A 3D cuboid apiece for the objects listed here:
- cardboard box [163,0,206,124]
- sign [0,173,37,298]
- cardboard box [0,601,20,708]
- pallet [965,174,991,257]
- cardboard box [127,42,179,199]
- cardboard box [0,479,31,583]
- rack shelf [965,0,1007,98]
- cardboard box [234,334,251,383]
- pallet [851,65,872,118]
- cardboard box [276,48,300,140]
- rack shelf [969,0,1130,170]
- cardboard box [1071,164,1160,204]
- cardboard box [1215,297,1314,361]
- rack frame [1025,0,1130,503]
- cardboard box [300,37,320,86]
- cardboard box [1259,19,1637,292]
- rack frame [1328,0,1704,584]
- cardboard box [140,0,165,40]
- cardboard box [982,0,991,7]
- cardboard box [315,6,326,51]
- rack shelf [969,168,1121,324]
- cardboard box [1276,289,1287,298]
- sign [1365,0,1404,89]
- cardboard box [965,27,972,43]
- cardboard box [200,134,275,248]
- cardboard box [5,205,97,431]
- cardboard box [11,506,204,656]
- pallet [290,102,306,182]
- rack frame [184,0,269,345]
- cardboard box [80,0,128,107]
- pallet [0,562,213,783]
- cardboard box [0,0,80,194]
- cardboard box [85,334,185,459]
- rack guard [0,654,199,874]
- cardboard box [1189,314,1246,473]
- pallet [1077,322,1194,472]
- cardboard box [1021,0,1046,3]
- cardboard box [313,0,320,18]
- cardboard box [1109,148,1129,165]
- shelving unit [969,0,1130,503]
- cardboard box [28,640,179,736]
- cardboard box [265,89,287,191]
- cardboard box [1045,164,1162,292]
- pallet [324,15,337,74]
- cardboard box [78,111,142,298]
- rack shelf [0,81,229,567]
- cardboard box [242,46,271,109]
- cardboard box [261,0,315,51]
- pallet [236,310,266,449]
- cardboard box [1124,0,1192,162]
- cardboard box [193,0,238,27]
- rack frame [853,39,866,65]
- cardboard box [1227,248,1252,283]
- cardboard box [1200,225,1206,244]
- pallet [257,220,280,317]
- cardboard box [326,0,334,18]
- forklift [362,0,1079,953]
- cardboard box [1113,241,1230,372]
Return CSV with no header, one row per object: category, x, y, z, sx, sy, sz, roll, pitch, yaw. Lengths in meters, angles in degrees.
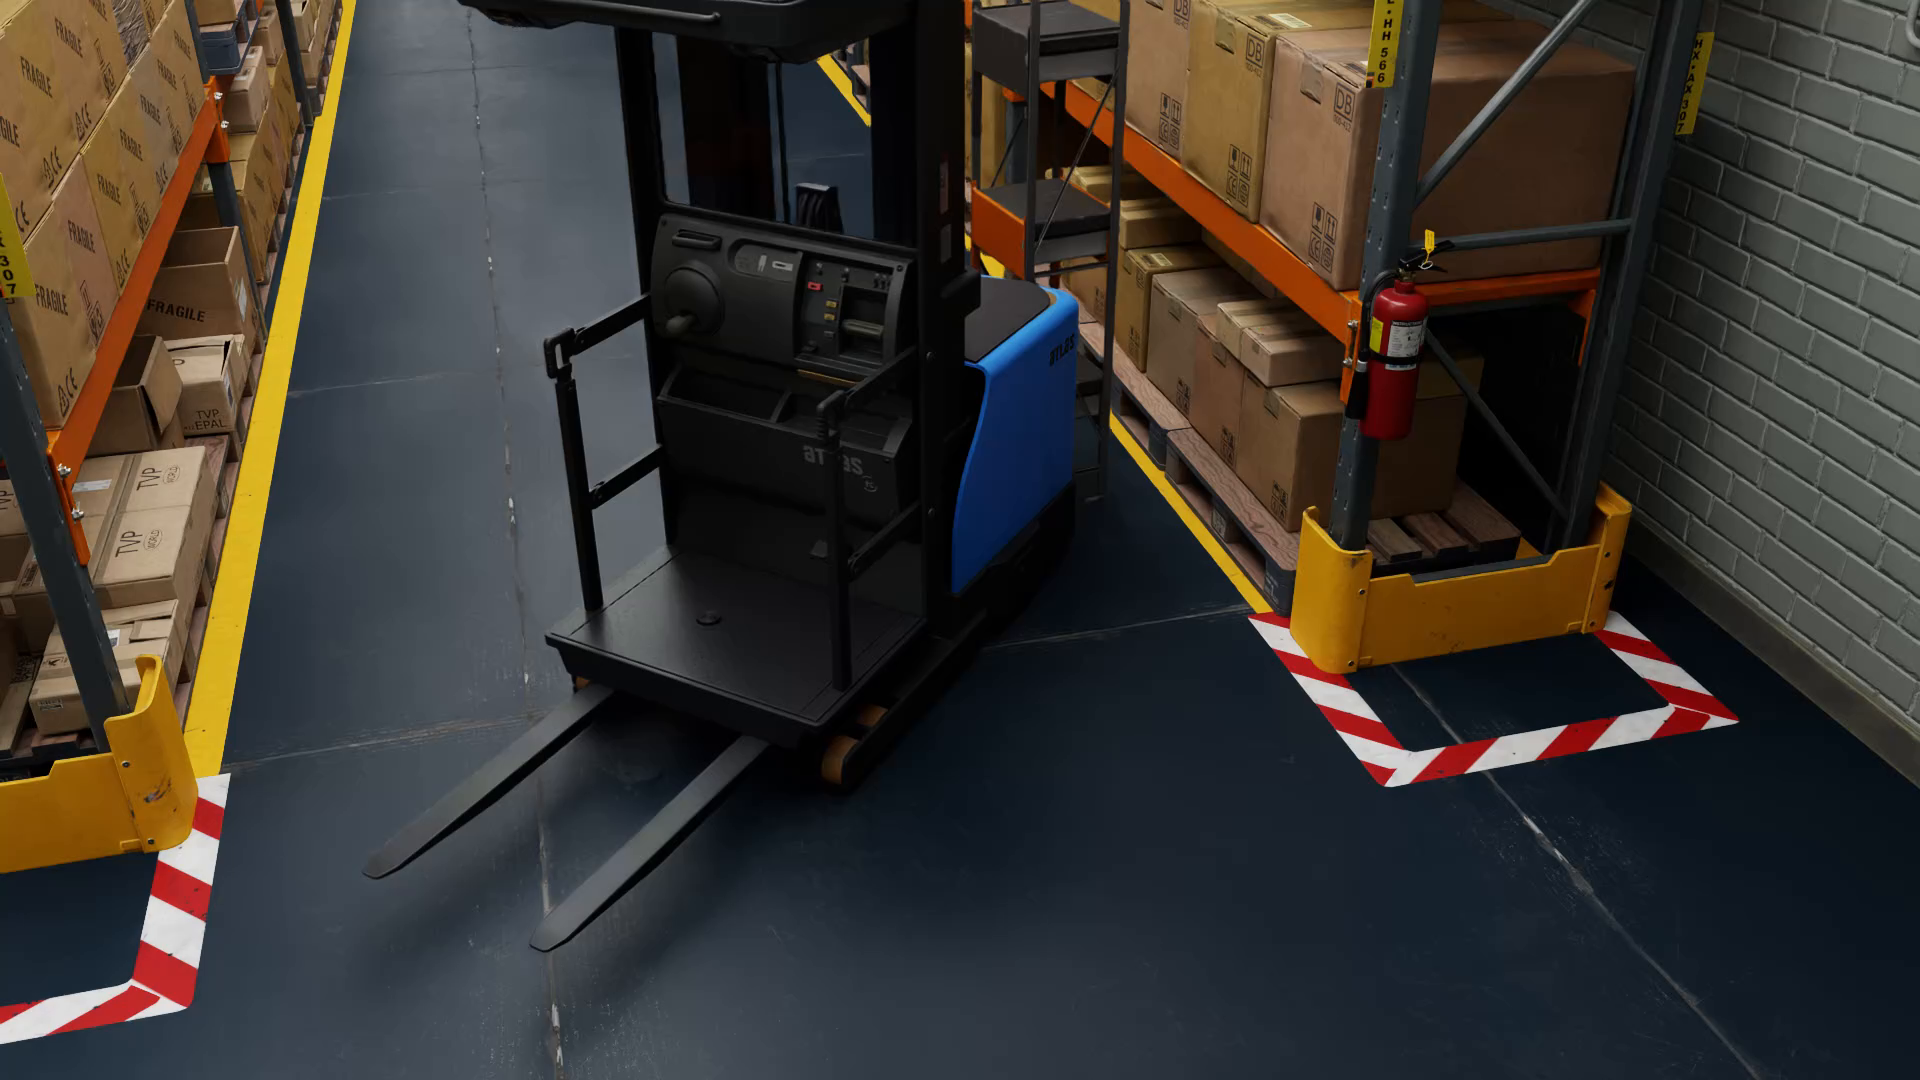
cardboard box,-3.649,-2.092,7.270,0.500,0.500,0.500,-7,31,-12
sign,-2.444,-0.771,4.223,0.100,0.325,0.005,-8,31,-13
cardboard box,-3.349,0.338,5.228,0.500,0.500,0.500,-8,31,-13
pallet,0.469,-2.072,10.119,1.003,0.211,1.213,-8,31,-13
cardboard box,-3.372,-1.595,6.412,0.500,0.500,0.500,-7,31,-12
cardboard box,-3.572,-0.017,6.090,0.500,0.250,0.500,-8,31,-13
rack shelf,0.215,-3.571,10.643,1.077,0.370,4.000,-8,31,-13
cardboard box,-3.447,-0.802,7.547,0.380,0.149,0.250,-8,31,-13
pallet,-0.179,-3.250,12.155,1.003,0.211,1.213,-8,31,-13
cardboard box,-4.616,-2.876,10.780,0.500,0.500,0.500,-7,31,-11
rack shelf,0.331,-1.752,6.311,0.431,0.518,0.480,-13,32,-21
cardboard box,0.761,-1.732,8.177,0.380,0.149,0.250,-7,31,-12
cardboard box,1.247,-0.851,6.654,0.380,0.149,0.250,-7,31,-12
rack frame,0.433,-1.047,6.463,0.400,2.100,0.015,-13,32,-21
cardboard box,-4.946,-3.471,12.079,0.500,0.250,0.500,-8,31,-13
cardboard box,1.663,-1.359,5.804,0.980,0.700,0.700,-6,31,-11
rack frame,1.808,-0.984,5.456,1.000,3.000,0.127,-8,31,-13
cardboard box,-3.506,-2.275,6.588,0.500,0.500,0.500,-8,31,-14
cardboard box,0.294,-3.060,9.274,0.380,0.149,0.250,-7,31,-12
cardboard box,-5.224,-3.964,12.930,0.500,0.250,0.500,-9,31,-15
rack shelf,0.331,-1.146,6.661,0.431,0.518,0.480,-13,32,-21
cardboard box,1.551,-1.021,6.949,0.380,0.149,0.250,-8,31,-13
sign,1.281,-1.522,4.994,0.100,0.325,0.005,-8,31,-13
cardboard box,0.210,-2.893,10.481,0.750,0.750,0.750,-7,31,-12
cardboard box,-4.074,-1.886,9.071,0.500,0.500,0.500,-7,31,-13
cardboard box,-2.831,-0.616,4.721,0.500,0.500,0.500,-7,31,-12
cardboard box,-2.971,0.134,5.830,0.500,0.250,0.500,-8,31,-13
pallet,-4.929,-2.615,11.057,1.003,0.211,1.213,-8,31,-13
rack frame,-4.029,-2.256,7.653,1.000,3.000,0.127,-8,31,-13
cardboard box,-3.240,-1.788,5.747,0.500,0.500,0.500,-8,31,-14
pallet,-3.200,0.462,5.742,1.003,0.211,1.213,-8,31,-13
cardboard box,-2.977,-1.301,4.905,0.500,0.500,0.500,-8,31,-13
cardboard box,-3.525,-0.459,6.601,0.797,0.503,0.637,-8,31,-13
rack guard,-2.987,0.721,5.005,1.175,0.500,0.348,-8,31,-13
cardboard box,1.393,-0.651,6.956,0.700,0.500,0.500,-8,31,-13
pallet,1.200,-0.741,7.820,1.003,0.211,1.213,-8,31,-13
cardboard box,0.875,-2.782,8.262,0.980,0.700,0.700,-7,31,-13
cardboard box,-5.227,-4.213,12.801,0.500,0.311,0.500,-9,31,-15
cardboard box,0.999,-2.018,8.671,0.380,0.149,0.250,-8,31,-14
shelving unit,0.331,-1.158,6.655,0.431,2.100,0.503,-13,32,-21
cardboard box,-2.747,0.472,5.347,0.380,0.149,0.250,-8,31,-13
cardboard box,-4.333,-2.373,9.912,0.500,0.500,0.500,-9,31,-15
cardboard box,0.846,-1.641,8.667,0.700,0.500,0.500,-7,31,-13
pallet,-5.591,-3.972,13.401,1.003,0.211,1.213,-8,31,-13
cardboard box,-3.103,-1.108,5.570,0.500,0.500,0.500,-8,31,-13
rack shelf,-3.498,-0.978,6.164,1.077,0.370,4.000,-8,31,-13
cardboard box,-4.321,-2.680,9.693,0.500,0.250,0.500,-8,31,-14
cardboard box,-4.946,-3.714,11.938,0.500,0.311,0.500,-7,31,-12
pallet,-3.847,-0.717,7.778,1.003,0.211,1.213,-8,31,-13
cardboard box,1.266,-2.078,7.047,0.980,0.700,0.700,-9,31,-16
cardboard box,-3.939,-2.739,7.969,0.700,0.500,0.500,-19,35,-30
rack frame,-0.315,-4.848,12.132,1.000,3.000,0.127,-8,31,-13
cardboard box,1.414,-1.268,7.375,0.380,0.149,0.250,-8,31,-13
cardboard box,1.277,-1.515,7.801,0.380,0.149,0.250,-8,31,-13
pallet,-4.281,-1.437,9.021,1.003,0.211,1.213,-8,31,-13
cardboard box,-5.494,-4.458,13.783,0.500,0.250,0.500,-7,31,-12
forklift,-0.680,-0.729,5.083,1.130,2.935,3.031,15,33,24
cardboard box,1.110,-1.150,7.818,0.700,0.500,0.500,-7,31,-12
